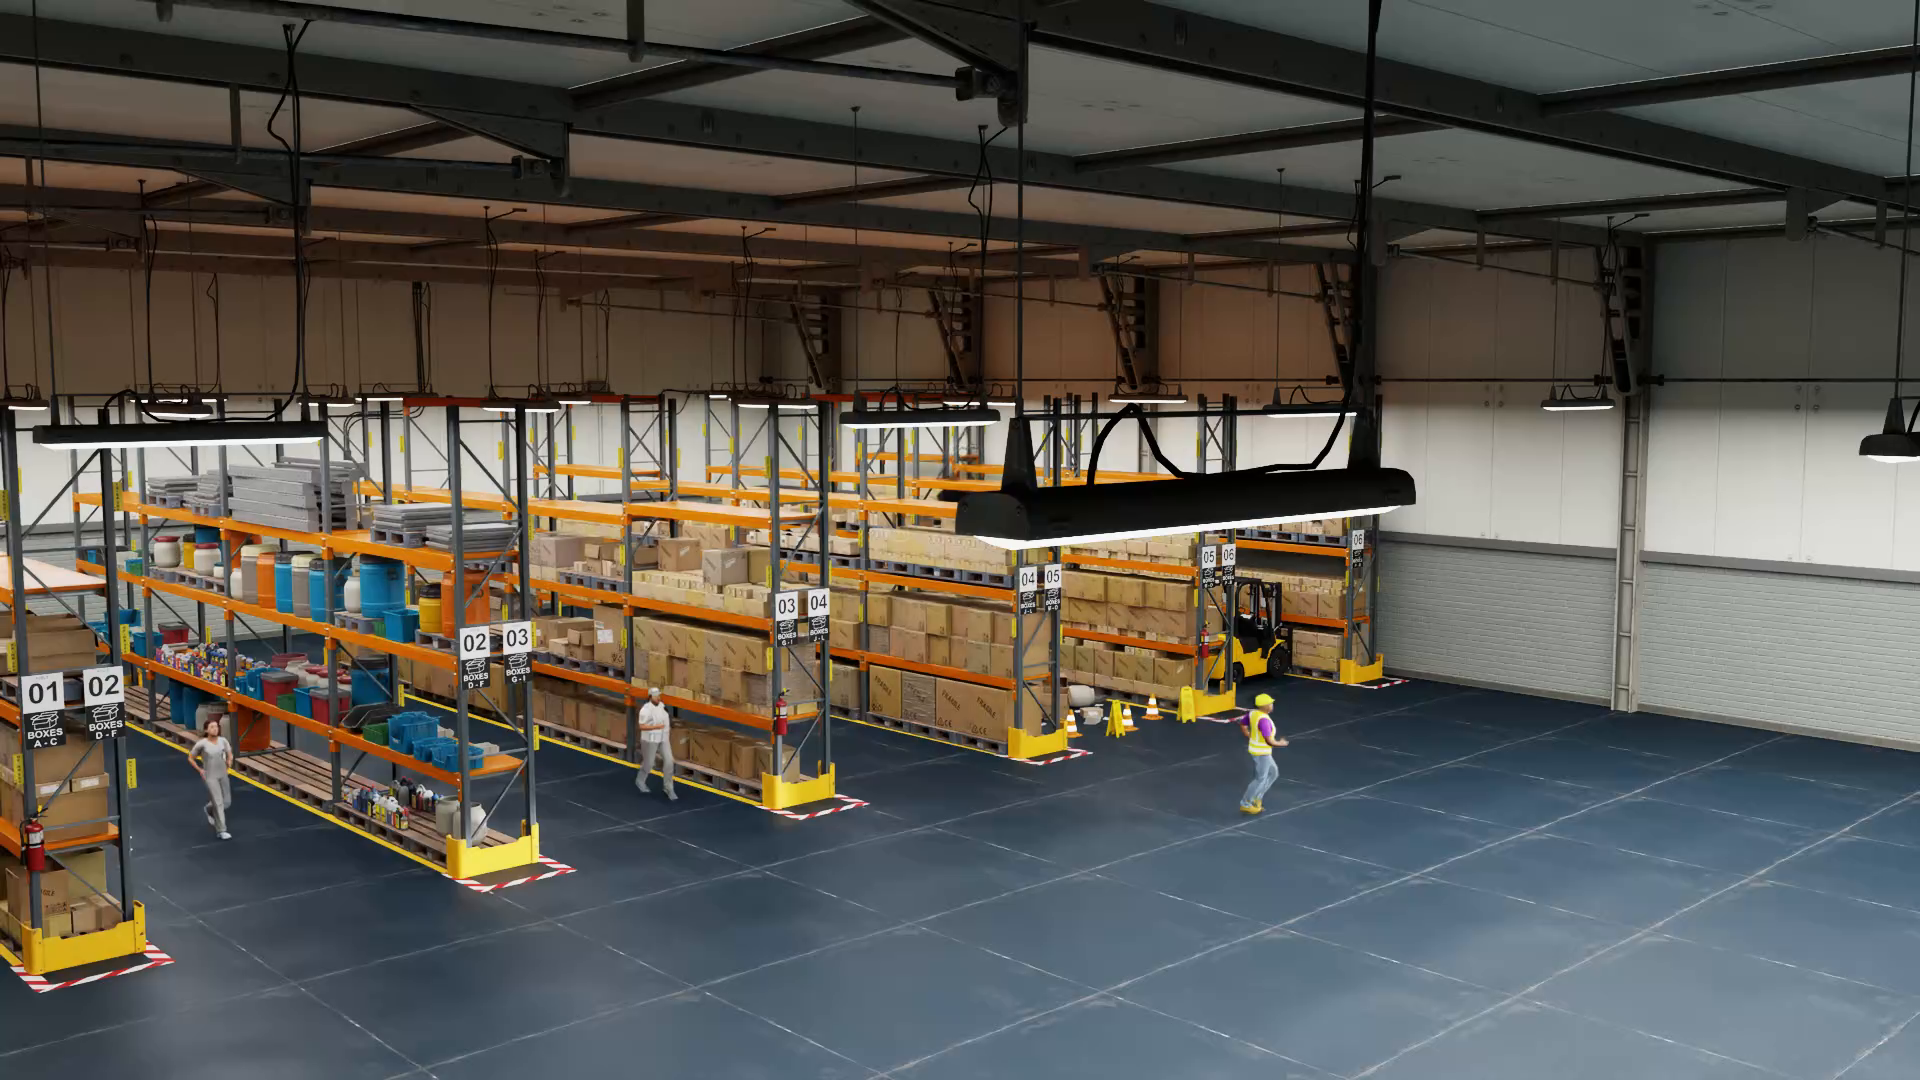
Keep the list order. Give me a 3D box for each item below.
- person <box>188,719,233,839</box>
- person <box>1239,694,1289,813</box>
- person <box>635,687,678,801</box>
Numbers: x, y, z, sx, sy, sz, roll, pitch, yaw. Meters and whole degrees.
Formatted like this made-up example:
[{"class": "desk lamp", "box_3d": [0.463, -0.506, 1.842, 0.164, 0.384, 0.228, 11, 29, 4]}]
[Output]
[{"class": "person", "box_3d": [-10.350, 3.289, 23.038, 0.802, 1.635, 0.575, 5, 7, 40]}, {"class": "person", "box_3d": [4.424, 3.126, 24.264, 0.695, 1.789, 0.724, 0, 6, -3]}, {"class": "person", "box_3d": [-4.637, 3.074, 25.187, 0.816, 1.722, 0.593, 5, 8, 45]}]
